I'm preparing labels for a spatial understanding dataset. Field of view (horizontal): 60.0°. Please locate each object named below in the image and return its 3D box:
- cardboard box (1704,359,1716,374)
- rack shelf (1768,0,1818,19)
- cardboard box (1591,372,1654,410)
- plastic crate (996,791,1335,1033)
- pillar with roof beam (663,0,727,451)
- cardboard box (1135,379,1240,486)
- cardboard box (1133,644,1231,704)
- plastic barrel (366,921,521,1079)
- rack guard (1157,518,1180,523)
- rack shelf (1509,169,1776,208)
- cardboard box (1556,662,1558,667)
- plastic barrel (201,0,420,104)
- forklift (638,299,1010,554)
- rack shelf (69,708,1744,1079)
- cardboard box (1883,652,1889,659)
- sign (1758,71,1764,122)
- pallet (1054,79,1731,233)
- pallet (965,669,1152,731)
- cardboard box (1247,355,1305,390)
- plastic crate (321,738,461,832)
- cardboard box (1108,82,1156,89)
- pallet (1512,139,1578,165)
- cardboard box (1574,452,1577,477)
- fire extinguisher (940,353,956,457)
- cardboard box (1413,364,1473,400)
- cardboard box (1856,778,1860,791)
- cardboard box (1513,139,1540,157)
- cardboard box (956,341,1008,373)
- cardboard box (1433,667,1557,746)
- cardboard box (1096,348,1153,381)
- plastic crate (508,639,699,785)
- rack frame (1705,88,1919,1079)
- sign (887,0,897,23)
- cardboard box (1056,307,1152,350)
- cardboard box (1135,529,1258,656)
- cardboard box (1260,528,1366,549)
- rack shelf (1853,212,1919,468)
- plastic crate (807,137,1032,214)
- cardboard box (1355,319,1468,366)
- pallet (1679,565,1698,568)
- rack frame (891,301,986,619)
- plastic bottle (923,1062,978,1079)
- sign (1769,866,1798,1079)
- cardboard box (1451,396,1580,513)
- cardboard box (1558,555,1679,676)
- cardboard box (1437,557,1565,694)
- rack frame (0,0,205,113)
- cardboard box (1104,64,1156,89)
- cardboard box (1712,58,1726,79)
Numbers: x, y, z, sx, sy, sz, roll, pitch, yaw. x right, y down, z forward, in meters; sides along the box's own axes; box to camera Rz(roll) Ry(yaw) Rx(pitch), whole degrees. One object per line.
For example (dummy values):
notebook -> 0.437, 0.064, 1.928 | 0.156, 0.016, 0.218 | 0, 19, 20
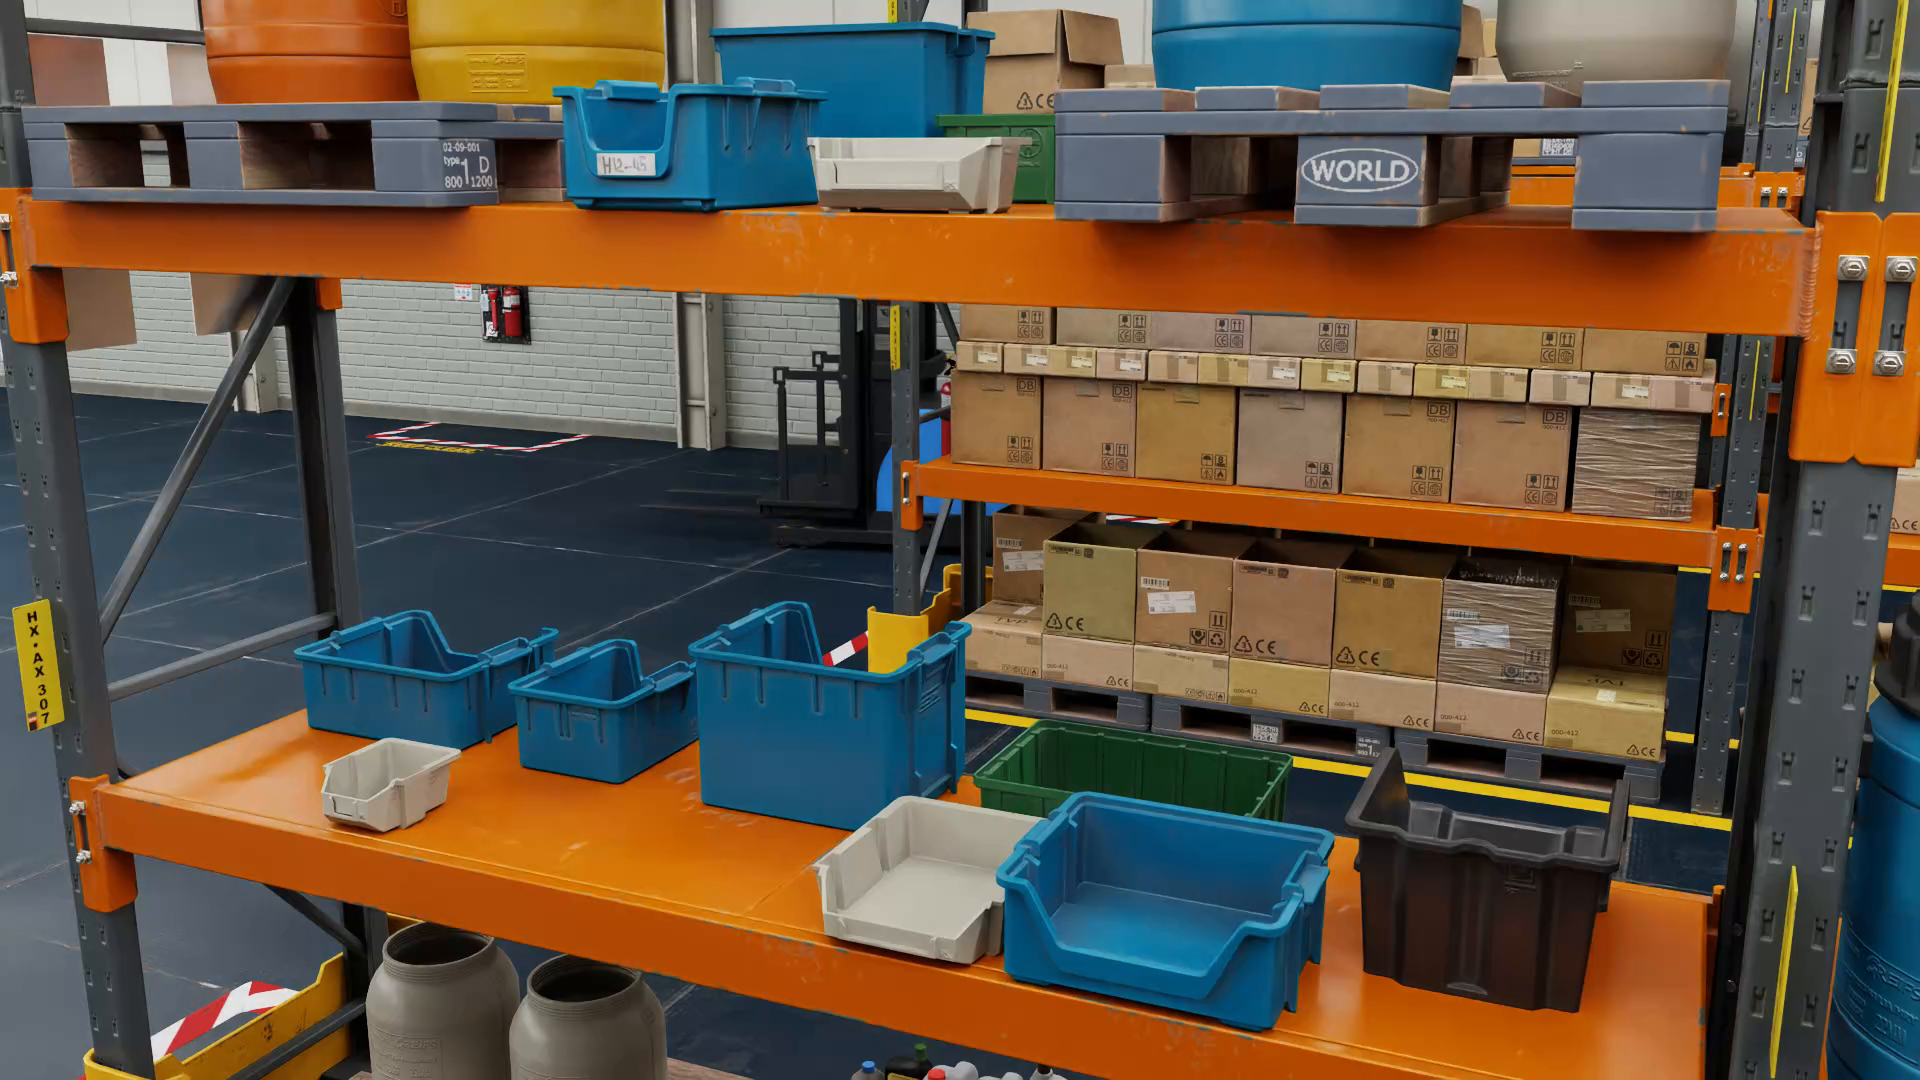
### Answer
cardboard box -> 3.387, -0.755, 7.766 | 0.250, 0.149, 0.380 | 6, 14, 23
rack shelf -> 7.386, -3.551, 10.638 | 4.000, 0.370, 1.077 | 6, 14, 23
cardboard box -> 2.993, -0.693, 7.504 | 0.250, 0.149, 0.380 | 5, 14, 22
plastic crate -> 0.422, 0.736, 3.377 | 0.616, 0.251, 0.499 | 6, 14, 23
pillar with roof beam -> -4.339, -4.423, 11.904 | 0.400, 9.000, 9.100 | 6, 14, 23
cardboard box -> 1.252, -0.603, 8.540 | 0.500, 0.500, 0.700 | 6, 14, 24
cardboard box -> 1.213, 0.627, 8.616 | 0.500, 0.250, 0.500 | 6, 14, 23
plastic barrel -> -1.480, 1.391, 4.788 | 0.421, 0.512, 0.421 | 0, 13, 0
rack guard -> 1.969, -0.506, 13.817 | 0.348, 0.500, 1.175 | 6, 14, 23
rack shelf -> 1.725, -1.620, 8.101 | 4.000, 0.370, 1.077 | 6, 14, 23
cardboard box -> 2.798, 0.656, 8.494 | 0.500, 0.250, 0.500 | 6, 14, 23
plastic barrel -> -1.617, -1.516, 4.225 | 0.708, 0.830, 0.600 | 6, 14, 23
forklift -> -0.954, -1.476, 12.628 | 3.031, 2.935, 1.130 | 3, 13, 12
rack shelf -> -0.284, 0.875, 4.037 | 4.000, 0.370, 1.077 | 6, 14, 23
cardboard box -> 4.287, 0.674, 7.189 | 0.500, 0.311, 0.500 | 6, 14, 23
sign -> 5.344, -2.958, 11.096 | 0.005, 0.325, 0.100 | 6, 14, 23
pallet -> 0.845, -0.705, 3.042 | 1.003, 0.211, 1.213 | 6, 14, 23
pallet -> 0.613, 0.724, 9.205 | 1.213, 0.211, 1.003 | 6, 14, 23
cardboard box -> 1.573, -0.836, 8.112 | 0.250, 0.149, 0.380 | 6, 14, 24
plastic crate -> -1.425, 0.618, 4.134 | 0.250, 0.136, 0.298 | 6, 14, 23
cardboard box -> 0.901, -2.160, 8.152 | 0.250, 0.149, 0.380 | 6, 14, 23
pallet -> 2.764, -1.816, 7.554 | 1.213, 0.211, 1.003 | 6, 14, 23
cardboard box -> 4.592, -0.445, 12.593 | 0.500, 0.500, 0.500 | 5, 14, 19
fire extinguisher -> -0.023, -0.765, 9.620 | 0.183, 0.674, 0.296 | 6, 14, 23
cardboard box -> 2.289, -0.764, 7.807 | 0.250, 0.149, 0.380 | 6, 14, 23
cardboard box -> 3.822, 0.898, 7.460 | 0.500, 0.250, 0.500 | 5, 14, 22
cardboard box -> 4.016, -2.967, 12.002 | 0.500, 0.500, 0.500 | 5, 14, 21
cardboard box -> 0.168, -0.978, 8.719 | 0.250, 0.149, 0.380 | 6, 14, 23
cardboard box -> 2.588, 0.764, 8.034 | 0.500, 0.250, 0.500 | 6, 14, 23
cardboard box -> 0.868, -0.907, 8.416 | 0.250, 0.149, 0.380 | 6, 14, 22
plastic crate -> -0.943, 0.457, 4.568 | 0.408, 0.251, 0.499 | 6, 14, 23
rack frame -> 1.544, 0.709, 3.166 | 0.127, 3.000, 1.000 | 6, 14, 23
sign -> -0.333, -2.504, 8.207 | 0.005, 0.325, 0.100 | 6, 14, 23
cardboard box -> 0.850, -1.277, 8.572 | 0.500, 0.500, 0.700 | 5, 14, 22
cardboard box -> 1.217, 0.260, 8.540 | 0.500, 0.500, 0.500 | 6, 14, 23
cardboard box -> 1.885, 0.198, 8.805 | 0.500, 0.500, 0.500 | 6, 14, 23
rack shelf -> 3.373, -0.216, 2.117 | 4.000, 0.370, 1.077 | 6, 14, 23
plastic crate -> -0.087, -0.687, 3.126 | 0.396, 0.136, 0.243 | 6, 14, 23
cardboard box -> 2.226, -1.138, 7.979 | 0.500, 0.500, 0.700 | 6, 14, 23
pallet -> 4.929, -0.057, 12.536 | 1.213, 0.211, 1.003 | 6, 14, 23
rack frame -> -0.103, -0.695, 9.151 | 0.127, 3.000, 1.000 | 6, 14, 23
plastic bottle -> -0.037, 1.558, 4.546 | 0.135, 0.276, 0.152 | 6, 14, 24
sign -> 1.311, 0.688, 2.649 | 0.005, 0.325, 0.100 | 6, 14, 23
cardboard box -> 2.661, -0.461, 7.933 | 0.500, 0.500, 0.700 | 6, 14, 23
cardboard box -> 3.257, 0.336, 8.215 | 0.500, 0.500, 0.500 | 6, 14, 23
cardboard box -> 2.589, 0.398, 7.950 | 0.500, 0.500, 0.500 | 6, 14, 23
rack frame -> -2.113, -2.581, 4.058 | 0.127, 3.000, 1.000 | 6, 14, 23
cardboard box -> 1.056, -2.303, 8.542 | 0.500, 0.250, 0.500 | 6, 14, 23
cardboard box -> 3.200, -2.208, 7.589 | 0.500, 0.500, 0.500 | 7, 15, 28
